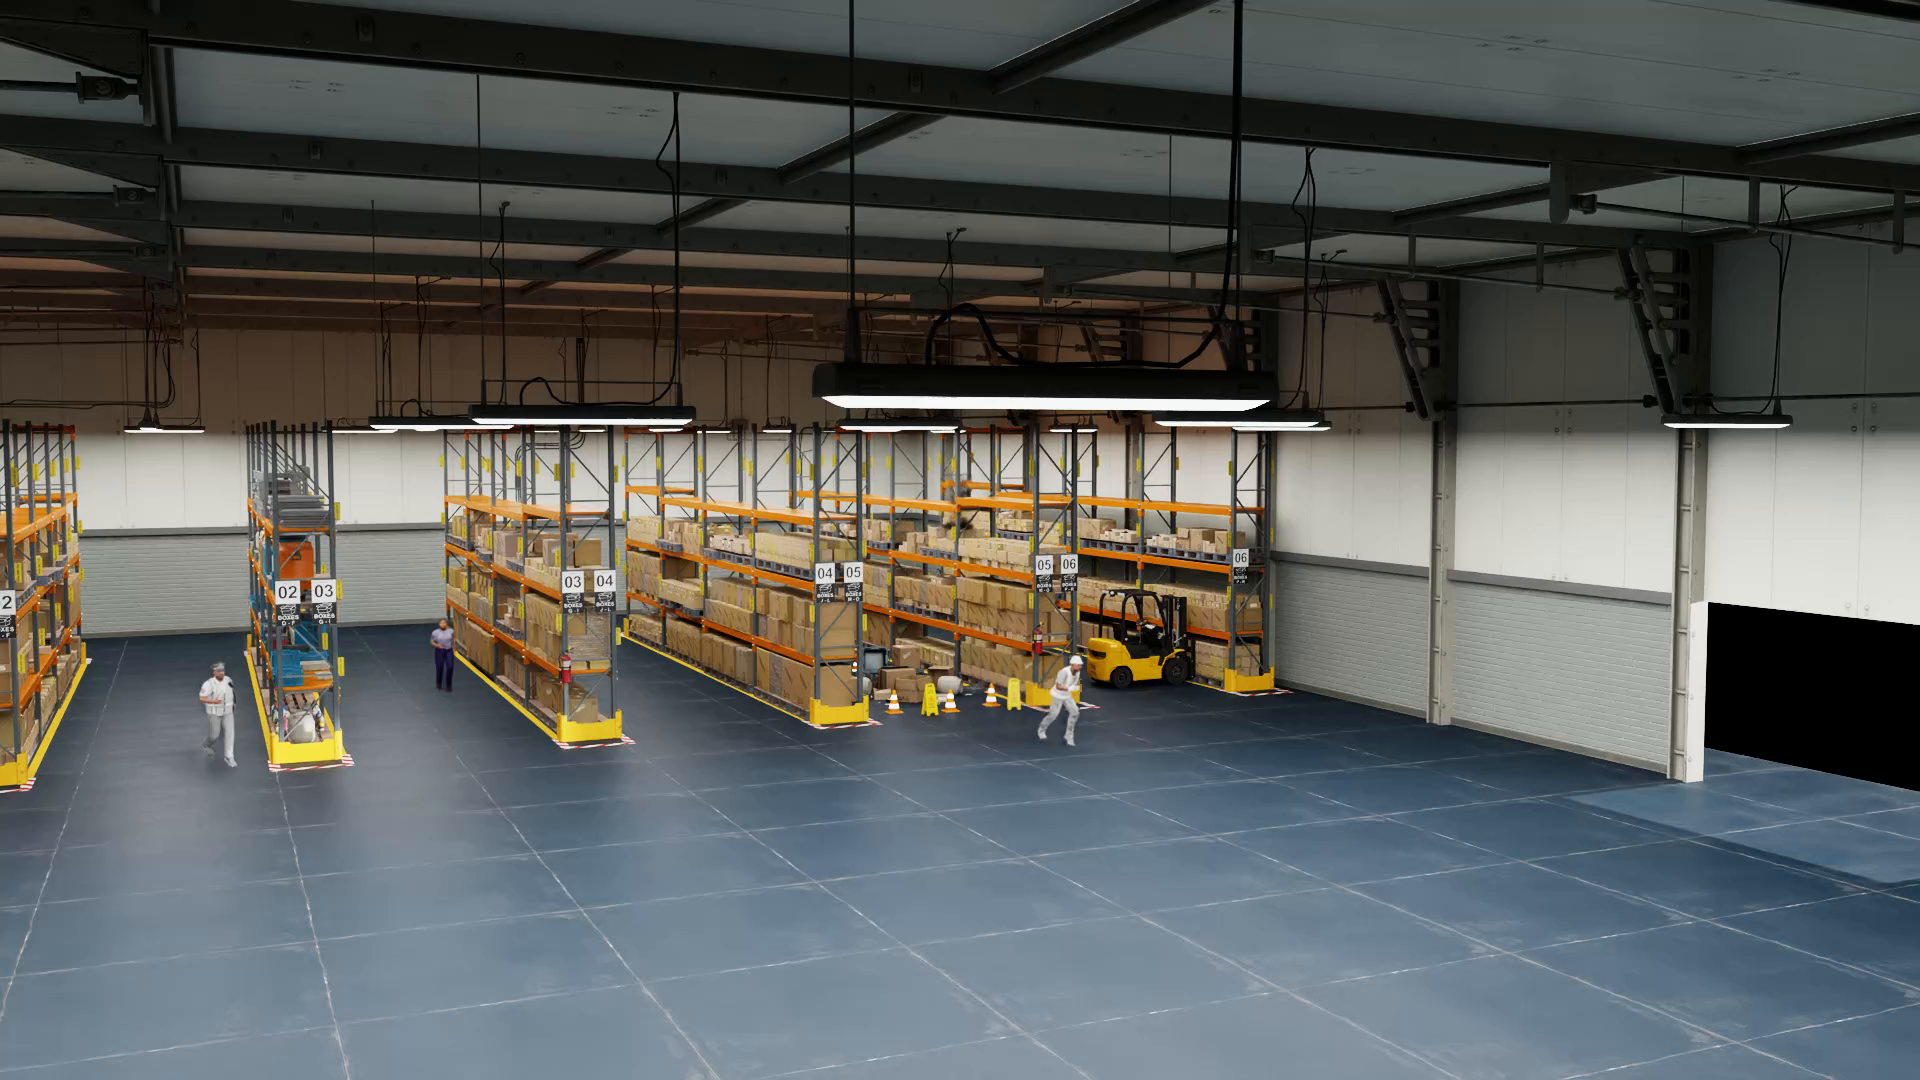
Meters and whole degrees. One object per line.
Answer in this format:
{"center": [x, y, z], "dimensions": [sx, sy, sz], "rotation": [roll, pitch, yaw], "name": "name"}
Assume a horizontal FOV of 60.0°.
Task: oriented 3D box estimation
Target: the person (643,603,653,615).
{"center": [-9.121, 1.793, 49.125], "dimensions": [0.824, 1.756, 0.709], "rotation": [1, 4, 9], "name": "person"}

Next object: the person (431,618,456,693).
{"center": [-11.565, 2.599, 37.256], "dimensions": [0.556, 1.685, 0.760], "rotation": [-1, 4, -20], "name": "person"}

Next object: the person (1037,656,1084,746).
{"center": [1.880, 2.980, 30.946], "dimensions": [1.017, 1.718, 0.729], "rotation": [3, 5, 39], "name": "person"}

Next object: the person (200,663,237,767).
{"center": [-12.954, 3.031, 29.067], "dimensions": [0.964, 1.814, 0.665], "rotation": [3, 5, 43], "name": "person"}

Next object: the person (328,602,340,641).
{"center": [-17.588, 2.036, 46.009], "dimensions": [0.876, 1.678, 0.586], "rotation": [-1, 4, -8], "name": "person"}
